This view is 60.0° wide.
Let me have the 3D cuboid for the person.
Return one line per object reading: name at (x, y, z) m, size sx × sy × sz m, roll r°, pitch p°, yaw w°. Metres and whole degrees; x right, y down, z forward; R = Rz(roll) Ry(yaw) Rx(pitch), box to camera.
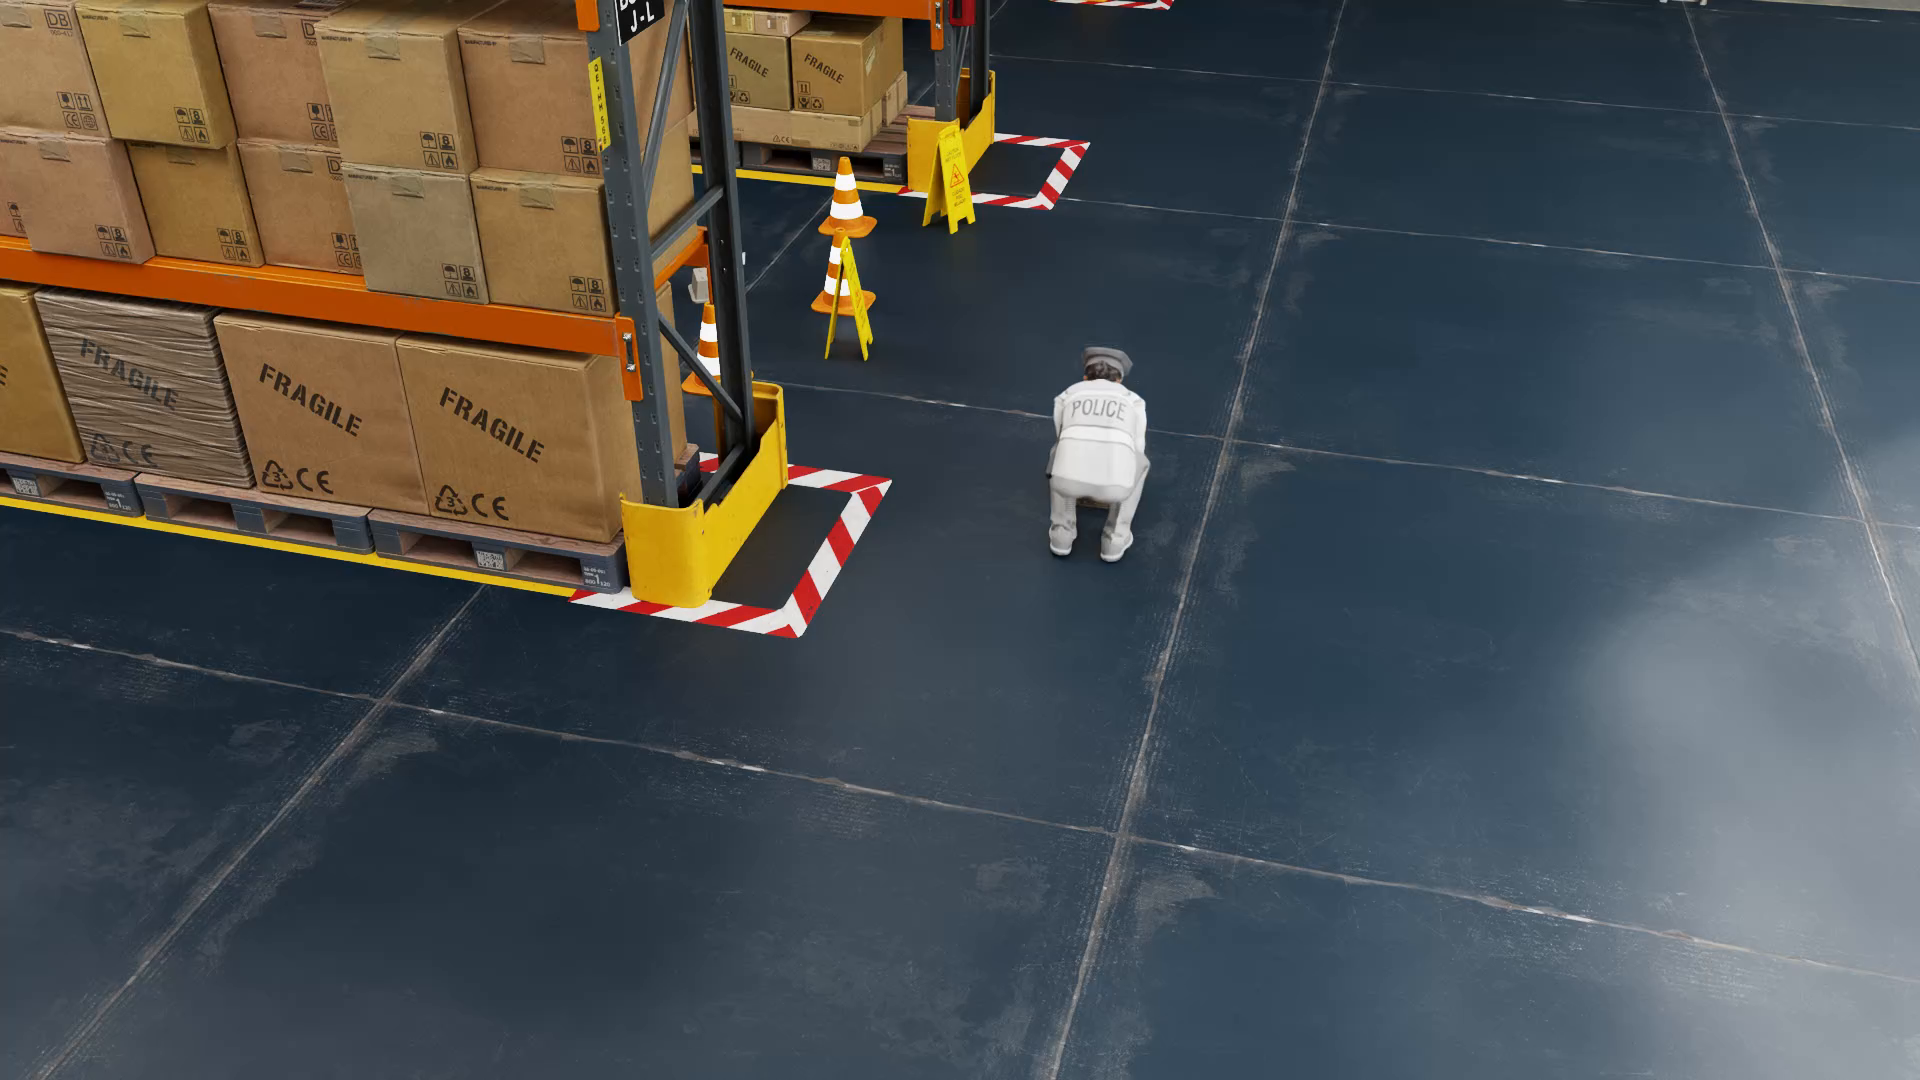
person at (0.631, -0.381, 7.565) m, size 0.458 × 0.788 × 0.907 m, roll 7°, pitch 34°, yaw 11°
